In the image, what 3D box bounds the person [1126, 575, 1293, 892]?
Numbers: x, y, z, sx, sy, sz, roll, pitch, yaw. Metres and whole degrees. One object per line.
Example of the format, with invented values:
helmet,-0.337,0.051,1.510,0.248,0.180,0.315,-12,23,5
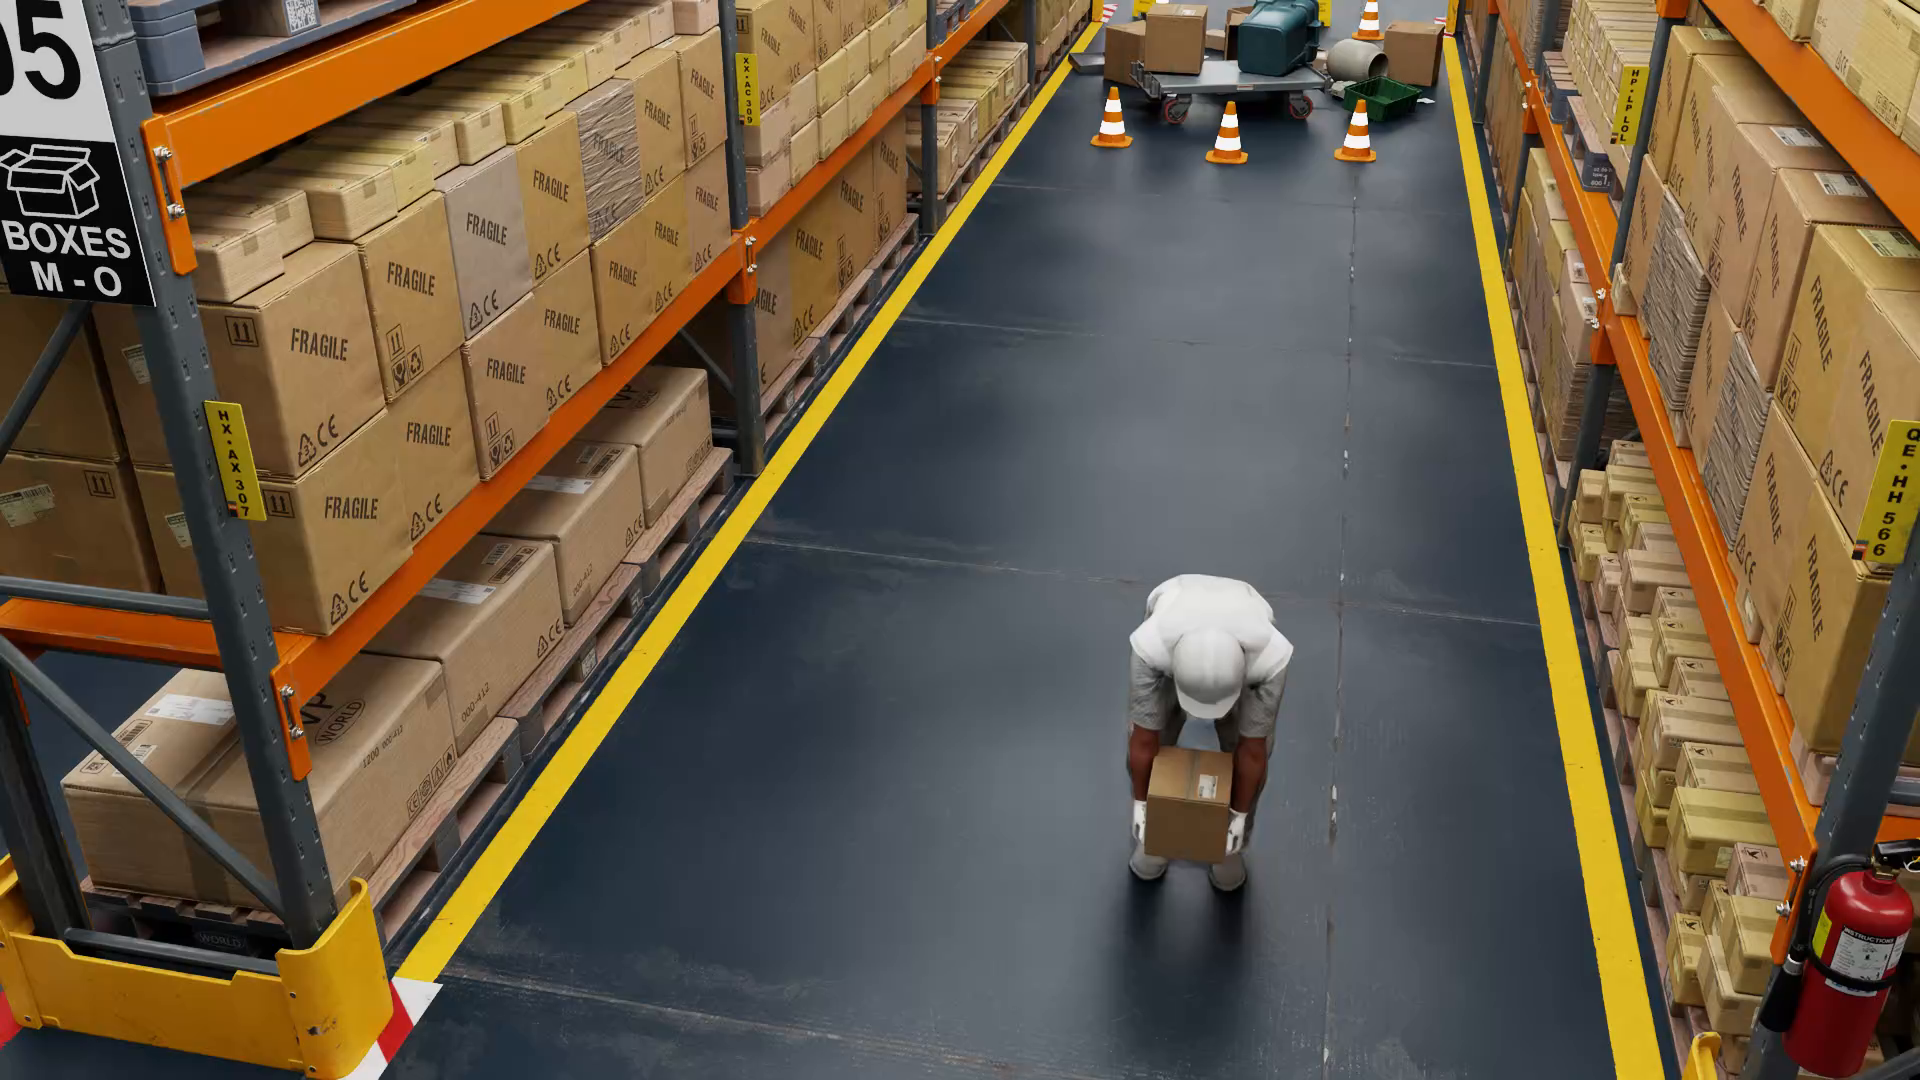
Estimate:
person,0.783,0.660,5.399,0.508,1.293,0.939,5,29,9
